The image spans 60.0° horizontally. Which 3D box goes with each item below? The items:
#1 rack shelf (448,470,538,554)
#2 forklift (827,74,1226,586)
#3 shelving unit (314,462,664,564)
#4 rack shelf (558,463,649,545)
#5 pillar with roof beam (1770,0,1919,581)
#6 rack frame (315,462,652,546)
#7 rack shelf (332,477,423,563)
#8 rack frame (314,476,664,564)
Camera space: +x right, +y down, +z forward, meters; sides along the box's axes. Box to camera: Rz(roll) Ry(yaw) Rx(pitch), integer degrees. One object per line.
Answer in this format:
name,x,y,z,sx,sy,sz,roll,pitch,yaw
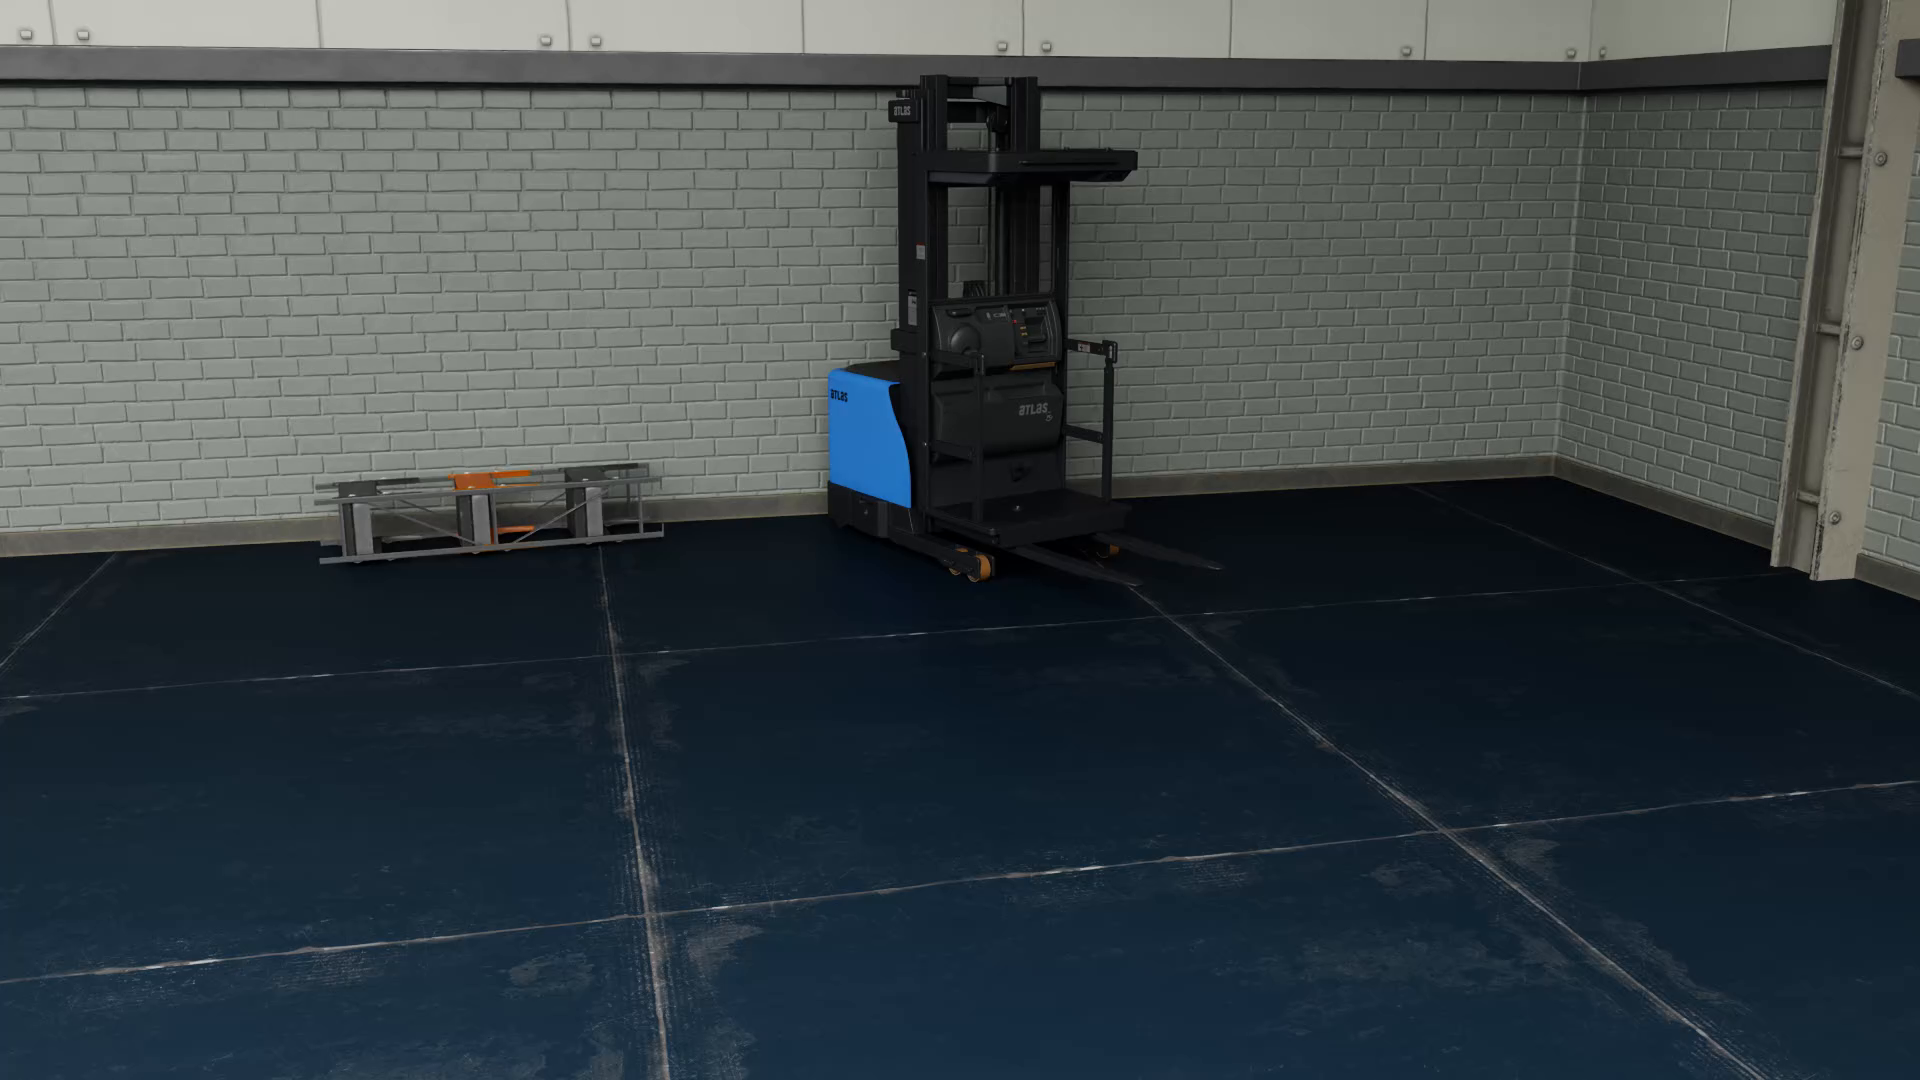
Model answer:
rack shelf,-2.985,-0.188,10.663,0.518,0.431,0.480,-5,15,-19
forklift,0.358,-1.302,10.080,1.130,2.935,3.031,-9,17,-34
shelving unit,-2.998,-0.187,10.659,2.100,0.431,0.503,-5,15,-19
rack shelf,-2.327,-0.244,10.894,0.518,0.431,0.480,-5,15,-19
pillar with roof beam,1.025,-3.942,8.101,9.100,9.000,0.400,-3,14,-13
rack frame,-3.081,-0.241,10.882,2.100,0.400,0.015,-5,15,-19
rack shelf,-3.643,-0.131,10.432,0.518,0.431,0.480,-5,15,-19
rack frame,-2.915,-0.132,10.436,2.100,0.400,0.015,-5,15,-19
